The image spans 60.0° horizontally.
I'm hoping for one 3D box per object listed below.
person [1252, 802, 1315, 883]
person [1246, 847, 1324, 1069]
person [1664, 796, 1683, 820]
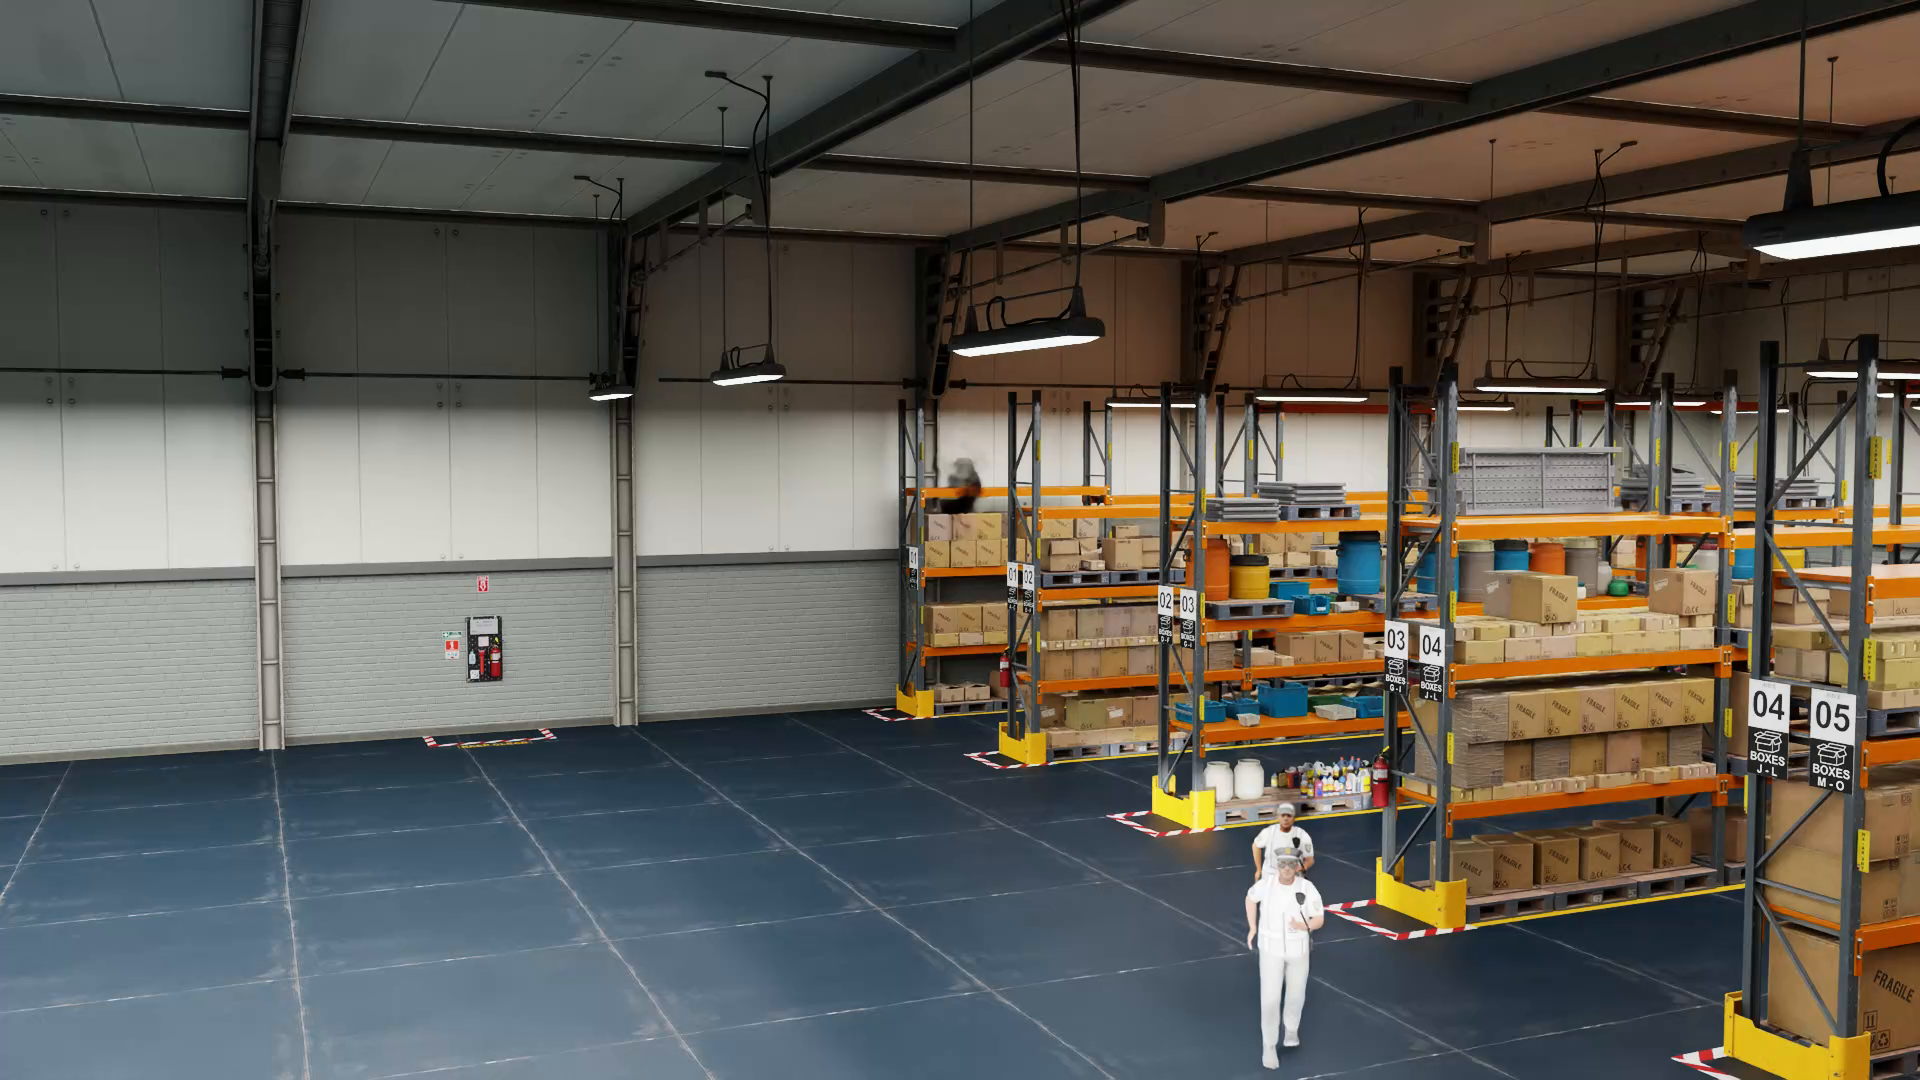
[{"bbox_3d":[3.150,3.391,16.189,0.583,1.680,0.674,0,3,7],"label":"person"},{"bbox_3d":[2.719,3.473,13.931,0.631,1.848,0.775,0,3,7],"label":"person"},{"bbox_3d":[9.134,3.114,21.445,0.702,1.634,0.513,-2,4,-26],"label":"person"}]
